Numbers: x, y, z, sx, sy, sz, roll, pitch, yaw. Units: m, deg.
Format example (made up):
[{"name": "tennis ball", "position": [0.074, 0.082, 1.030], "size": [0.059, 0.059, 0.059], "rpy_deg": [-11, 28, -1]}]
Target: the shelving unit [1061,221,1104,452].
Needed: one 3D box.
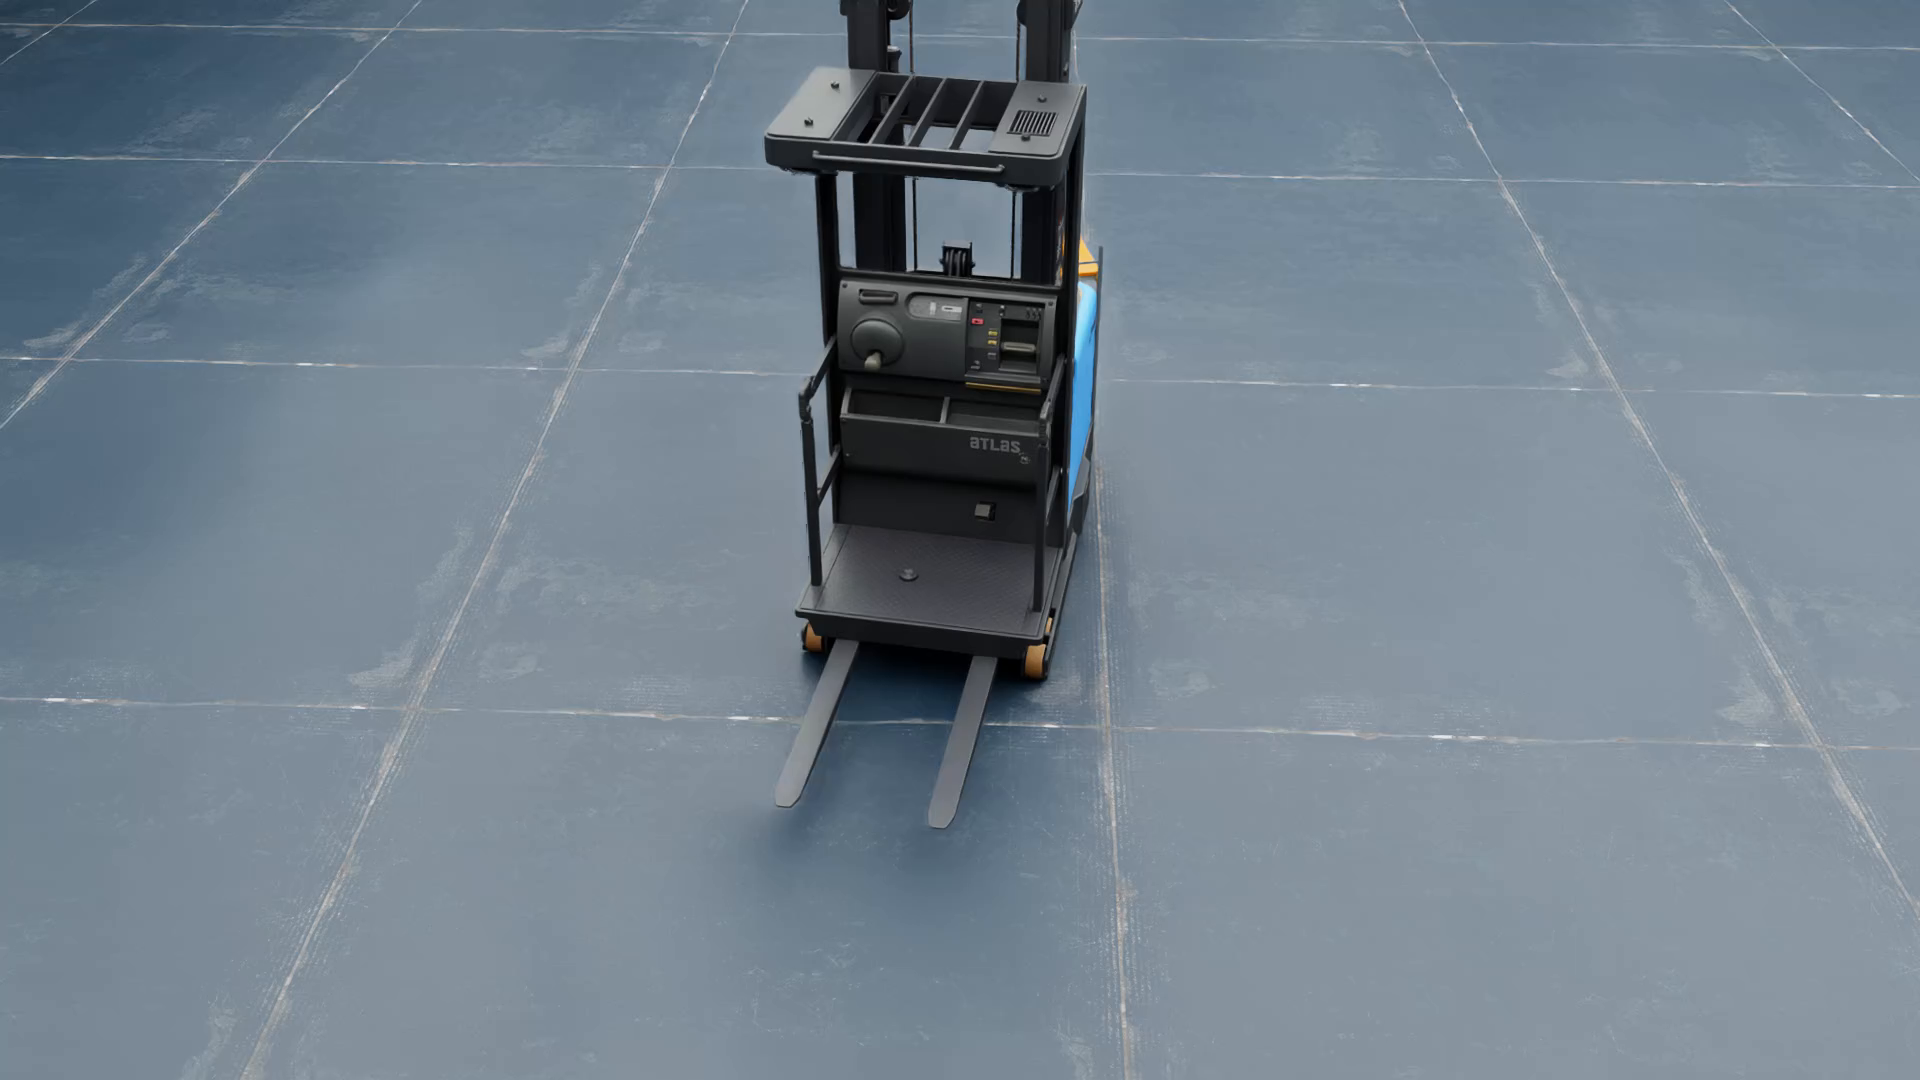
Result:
[{"name": "shelving unit", "position": [0.544, -1.089, 8.756], "size": [0.258, 1.200, 0.503], "rpy_deg": [-7, 36, -9]}]

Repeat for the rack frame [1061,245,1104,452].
[{"name": "rack frame", "position": [0.593, -0.952, 8.561], "size": [0.240, 1.200, 0.015], "rpy_deg": [-7, 36, -9]}]

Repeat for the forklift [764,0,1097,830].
[{"name": "forklift", "position": [-0.098, -0.812, 6.857], "size": [1.130, 2.935, 3.031], "rpy_deg": [6, 36, 9]}]

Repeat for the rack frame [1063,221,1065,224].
[{"name": "rack frame", "position": [0.495, -1.227, 8.952], "size": [0.240, 1.200, 0.015], "rpy_deg": [-7, 36, -9]}]

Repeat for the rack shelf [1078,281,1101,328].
[{"name": "rack shelf", "position": [0.544, -1.217, 8.666], "size": [0.258, 0.148, 0.480], "rpy_deg": [-7, 36, -9]}]

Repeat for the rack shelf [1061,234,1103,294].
[{"name": "rack shelf", "position": [0.544, -1.411, 8.530], "size": [0.258, 0.148, 0.480], "rpy_deg": [-7, 36, -9]}]

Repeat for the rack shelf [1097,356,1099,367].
[{"name": "rack shelf", "position": [0.544, -1.034, 8.795], "size": [0.258, 0.148, 0.480], "rpy_deg": [-7, 36, -9]}]
